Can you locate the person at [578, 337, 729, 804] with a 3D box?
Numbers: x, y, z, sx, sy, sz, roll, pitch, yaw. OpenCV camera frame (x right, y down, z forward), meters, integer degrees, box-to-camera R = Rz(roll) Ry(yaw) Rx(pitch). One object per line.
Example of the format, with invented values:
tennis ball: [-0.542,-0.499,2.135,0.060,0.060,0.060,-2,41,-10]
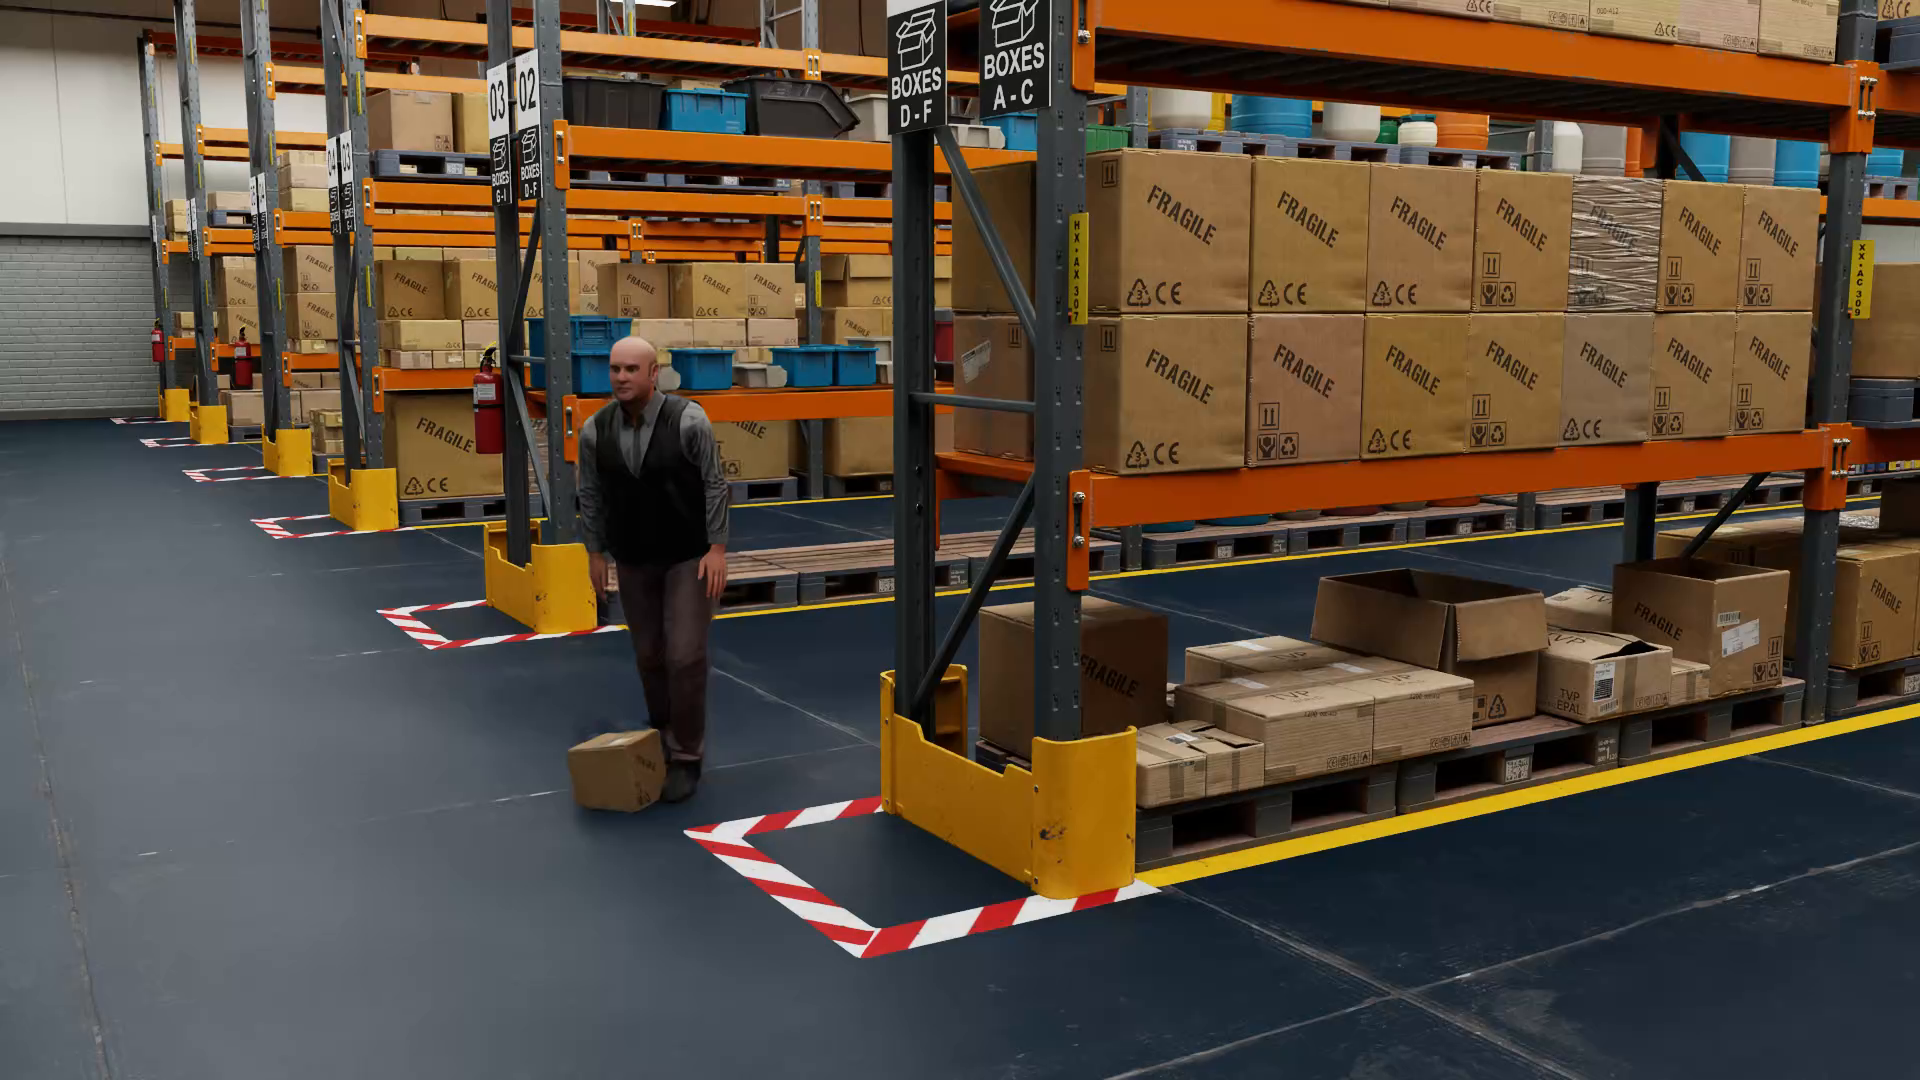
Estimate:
person: [-1.144,0.095,6.332,0.585,1.733,0.596,2,8,12]
